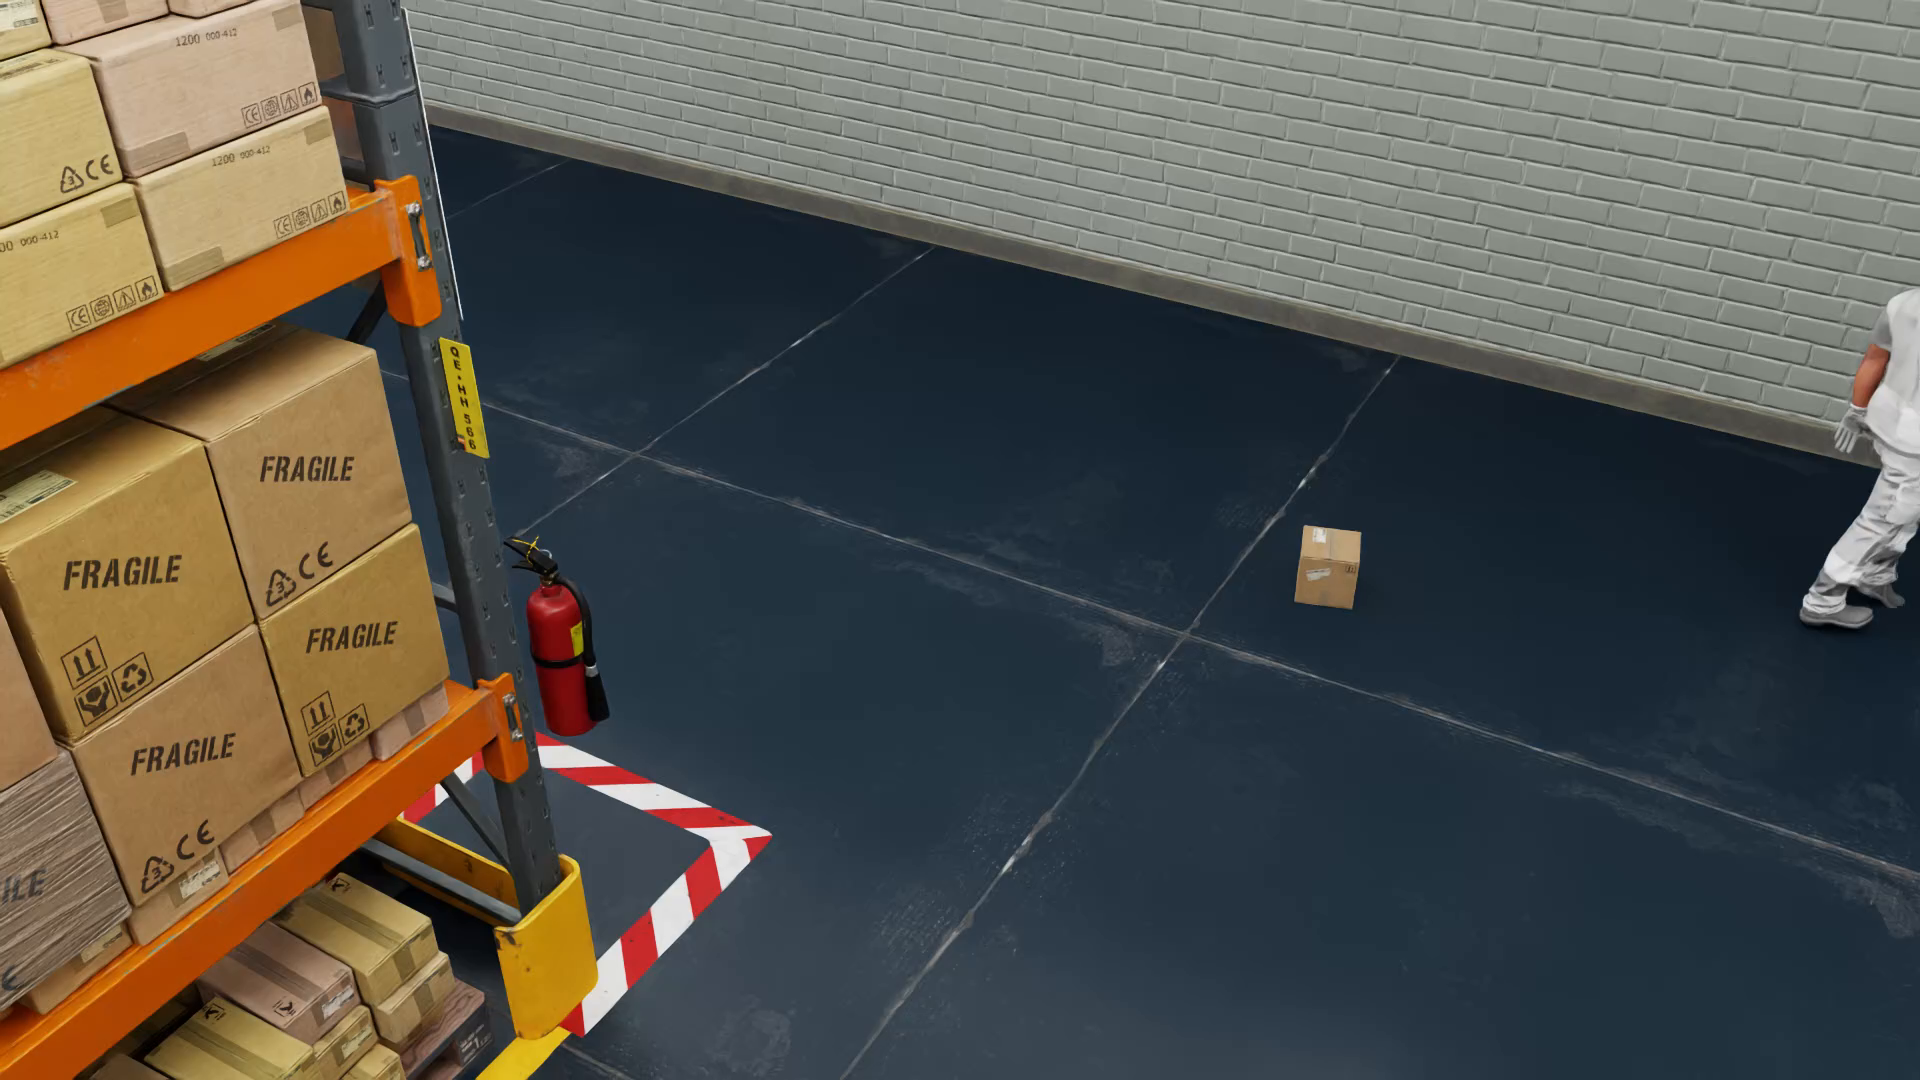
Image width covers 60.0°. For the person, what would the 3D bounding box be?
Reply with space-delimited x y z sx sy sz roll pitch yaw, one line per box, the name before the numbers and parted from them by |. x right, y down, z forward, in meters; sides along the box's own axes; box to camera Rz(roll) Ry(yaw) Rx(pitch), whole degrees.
person | 3.886 -0.383 6.704 0.565 1.837 0.540 -1 34 -1
